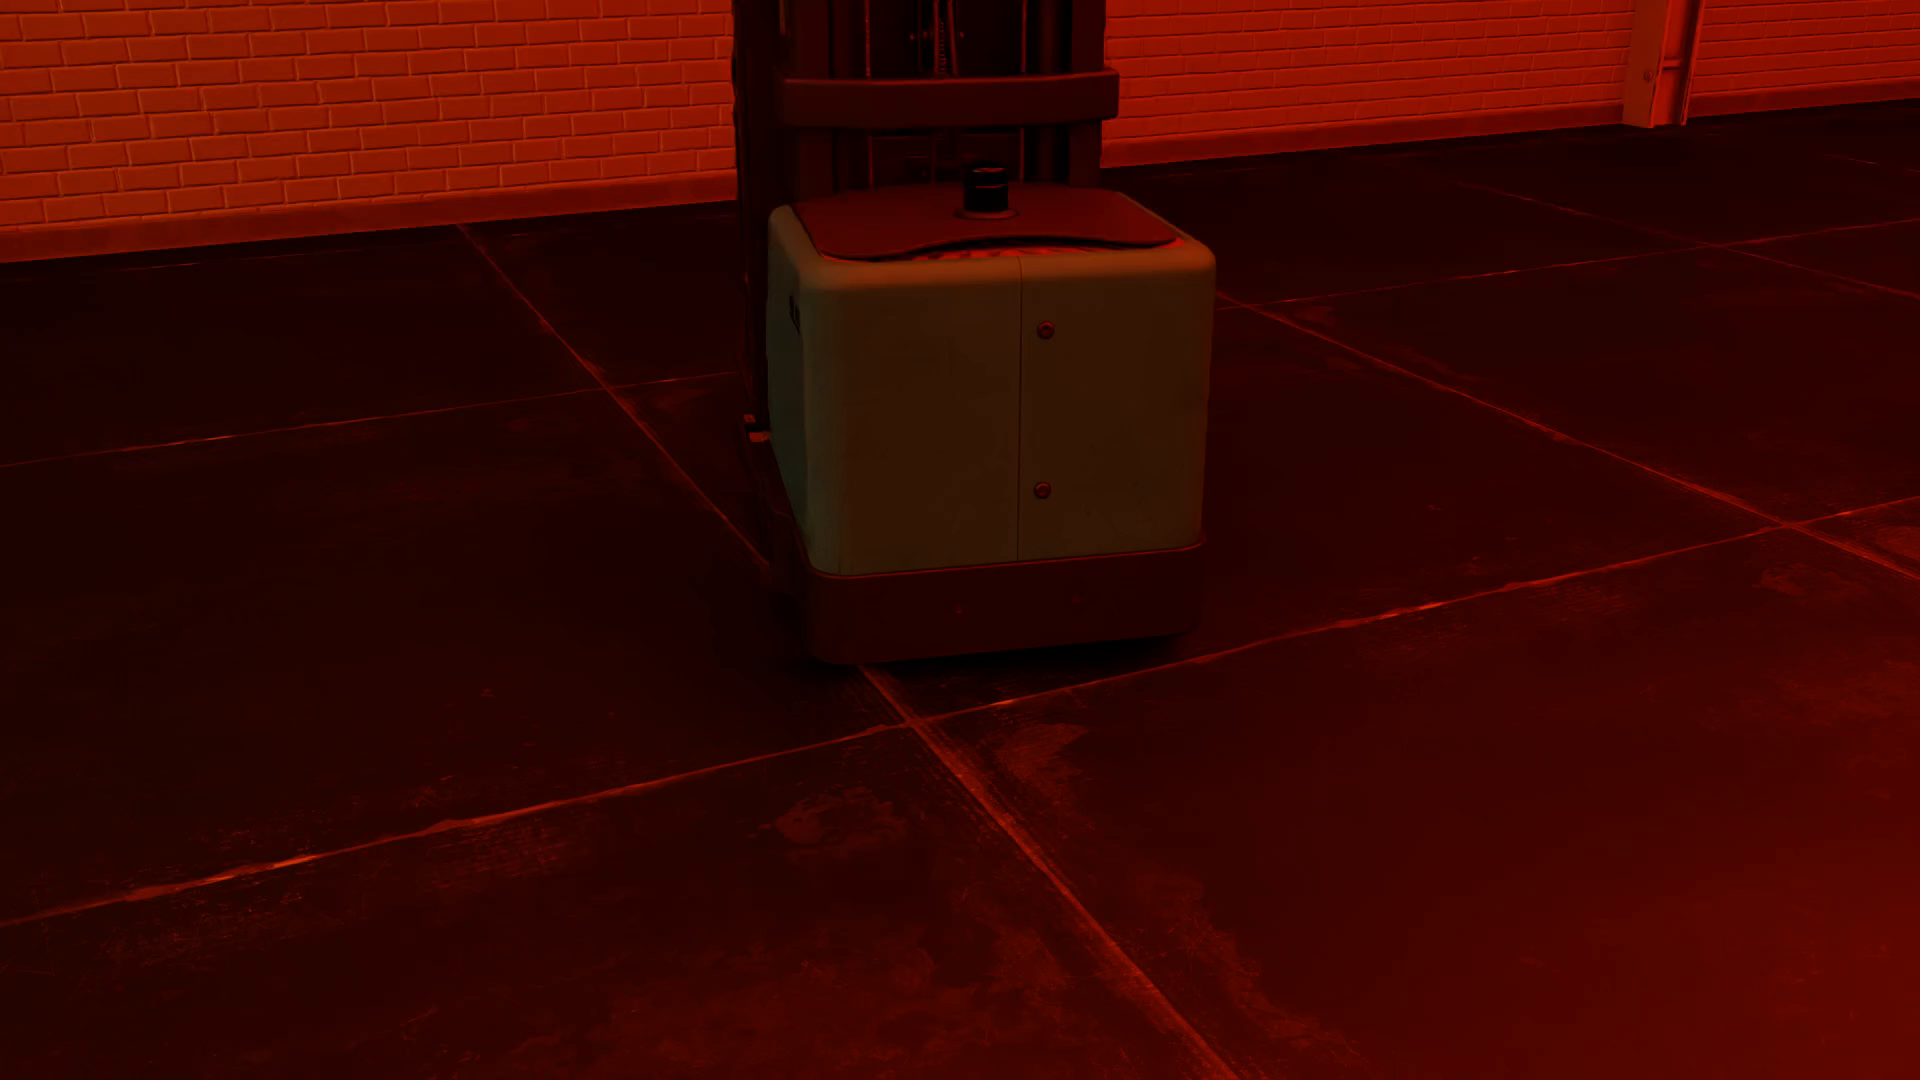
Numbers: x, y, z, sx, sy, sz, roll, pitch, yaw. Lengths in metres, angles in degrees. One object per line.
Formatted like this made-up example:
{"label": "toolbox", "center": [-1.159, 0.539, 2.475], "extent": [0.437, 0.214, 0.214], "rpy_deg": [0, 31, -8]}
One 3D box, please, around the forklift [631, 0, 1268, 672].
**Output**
{"label": "forklift", "center": [-0.322, -1.554, 5.027], "extent": [1.130, 2.935, 3.031], "rpy_deg": [-11, 25, -25]}
